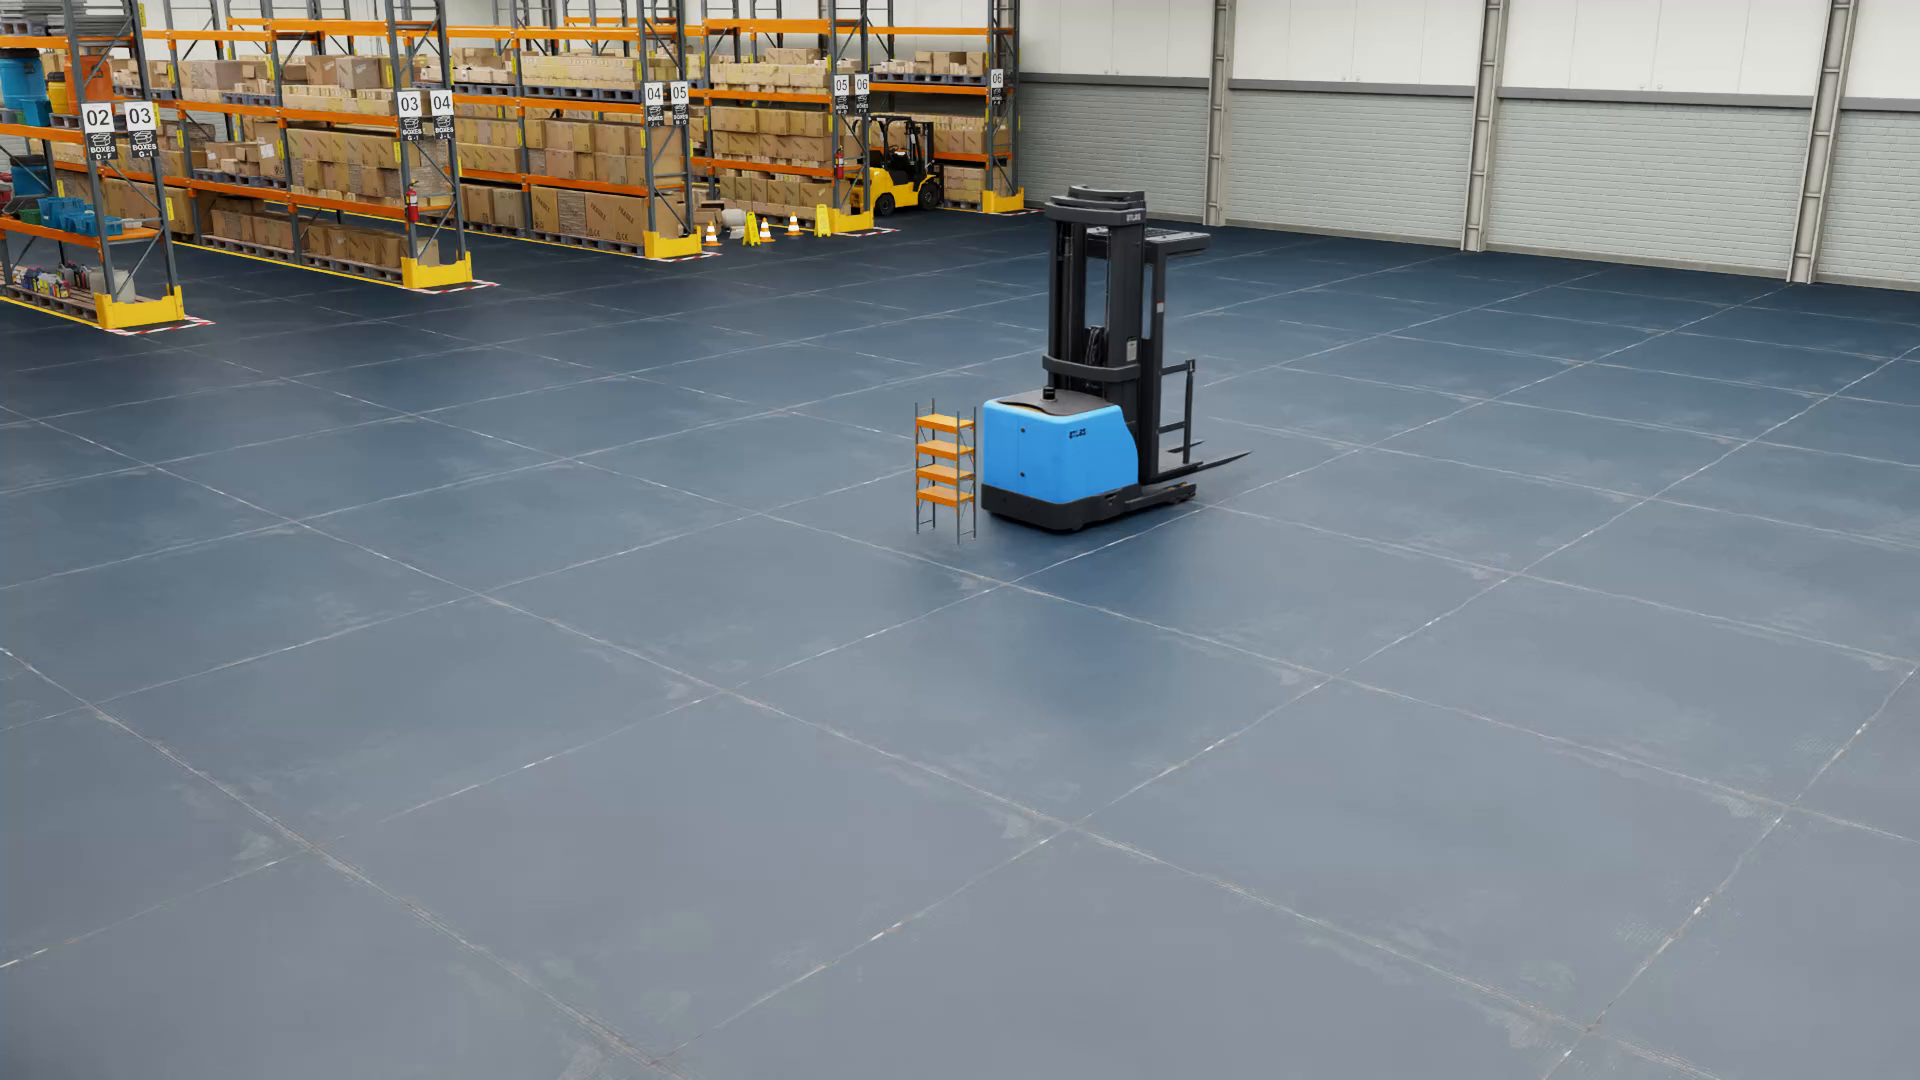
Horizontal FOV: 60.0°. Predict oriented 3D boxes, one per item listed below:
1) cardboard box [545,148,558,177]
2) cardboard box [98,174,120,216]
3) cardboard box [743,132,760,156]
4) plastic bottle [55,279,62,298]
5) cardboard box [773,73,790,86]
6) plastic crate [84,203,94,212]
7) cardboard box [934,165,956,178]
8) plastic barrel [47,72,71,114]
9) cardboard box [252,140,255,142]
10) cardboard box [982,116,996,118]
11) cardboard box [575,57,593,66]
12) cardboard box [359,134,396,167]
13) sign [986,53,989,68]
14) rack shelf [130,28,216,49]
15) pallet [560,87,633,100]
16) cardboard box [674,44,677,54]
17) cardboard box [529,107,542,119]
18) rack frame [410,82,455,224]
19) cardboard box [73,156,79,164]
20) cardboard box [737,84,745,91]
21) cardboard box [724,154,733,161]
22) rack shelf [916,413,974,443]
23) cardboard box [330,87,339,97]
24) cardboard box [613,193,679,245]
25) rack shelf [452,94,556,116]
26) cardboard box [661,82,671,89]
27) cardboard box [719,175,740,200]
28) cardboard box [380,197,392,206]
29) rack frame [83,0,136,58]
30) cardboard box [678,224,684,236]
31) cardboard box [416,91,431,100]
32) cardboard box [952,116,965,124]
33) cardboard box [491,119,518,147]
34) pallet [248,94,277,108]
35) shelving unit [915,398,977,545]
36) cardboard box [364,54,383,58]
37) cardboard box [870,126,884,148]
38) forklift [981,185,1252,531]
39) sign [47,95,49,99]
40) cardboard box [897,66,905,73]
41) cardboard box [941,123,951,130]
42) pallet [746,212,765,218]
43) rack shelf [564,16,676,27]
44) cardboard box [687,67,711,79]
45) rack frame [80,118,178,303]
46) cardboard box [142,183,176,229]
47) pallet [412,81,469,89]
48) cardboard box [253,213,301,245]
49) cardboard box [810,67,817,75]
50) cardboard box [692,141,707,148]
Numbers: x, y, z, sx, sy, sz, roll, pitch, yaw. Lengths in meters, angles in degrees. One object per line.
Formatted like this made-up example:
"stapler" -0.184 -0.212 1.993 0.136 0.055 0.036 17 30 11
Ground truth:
"cardboard box" -7.791 -7.602 33.408 0.550 0.550 0.875 15 23 39
"cardboard box" -18.293 -7.550 36.310 0.875 0.875 0.875 15 23 39
"cardboard box" -4.389 -8.687 36.415 0.500 0.500 0.500 15 23 39
"plastic bottle" -13.929 -3.886 25.709 0.133 0.283 0.061 16 23 41
"cardboard box" -3.627 -9.791 35.349 0.500 0.250 0.500 16 24 41
"plastic crate" -14.149 -5.253 26.501 0.616 0.251 0.499 15 23 39
"cardboard box" -0.329 -8.757 39.492 0.500 0.250 0.500 15 23 40
"plastic barrel" -13.102 -6.602 24.539 0.600 0.588 0.600 0 18 0
"cardboard box" -17.234 -9.816 41.048 0.250 0.149 0.380 16 24 41
"cardboard box" 0.726 -9.850 39.010 0.250 0.149 0.380 16 24 41
"cardboard box" -7.127 -9.139 31.778 0.250 0.149 0.380 15 23 40
"cardboard box" -9.830 -6.622 28.258 0.500 0.500 0.500 15 23 39
"sign" 0.622 -10.862 37.637 0.005 0.325 0.100 15 23 39
"rack shelf" -16.357 -10.136 33.574 4.000 0.370 1.077 15 23 39
"pallet" -6.988 -8.683 32.250 1.213 0.211 1.003 15 23 39
"cardboard box" -7.708 -13.429 45.436 0.258 0.266 0.396 15 23 38
"cardboard box" -10.364 -10.628 41.371 0.500 0.500 0.500 14 23 38
"rack frame" -11.493 -8.511 36.518 0.127 3.000 1.000 15 23 39
"cardboard box" -19.068 -8.286 36.225 0.250 0.149 0.380 16 23 40
"cardboard box" -4.642 -9.890 36.322 0.250 0.149 0.380 16 24 41
"cardboard box" -5.045 -8.553 37.068 0.250 0.149 0.380 16 24 41
"rack shelf" -0.124 -0.980 14.464 0.480 0.148 0.258 15 23 39
"cardboard box" -10.615 -7.722 28.662 0.250 0.149 0.380 16 23 41
"cardboard box" -6.060 -6.213 32.097 0.875 0.875 0.875 15 23 40
"rack shelf" -9.997 -9.196 34.908 4.000 0.370 1.077 15 23 39
"cardboard box" -5.553 -8.604 31.408 0.250 0.149 0.380 15 23 40
"cardboard box" -5.029 -7.915 37.254 0.500 0.500 0.500 16 24 42
"cardboard box" -9.635 -5.782 28.336 0.250 0.149 0.380 15 23 39
"rack frame" -17.852 -11.071 34.670 0.127 3.000 1.000 15 23 39
"cardboard box" -5.993 -6.476 34.627 0.396 0.266 0.258 -13 22 -36
"cardboard box" -8.930 -7.458 27.833 0.250 0.149 0.380 15 23 39
"cardboard box" 0.029 -9.847 39.000 0.250 0.149 0.380 15 23 40
"cardboard box" -9.262 -8.433 34.455 0.500 0.500 0.700 15 23 38
"pallet" -12.260 -8.094 30.557 1.003 0.211 1.213 15 23 39
"shelving unit" -0.124 -0.605 14.583 0.503 1.200 0.258 15 23 39
"cardboard box" -12.944 -10.629 36.804 0.258 0.266 0.396 15 23 39
"cardboard box" -1.840 -9.871 40.640 0.500 0.500 0.500 14 22 38
"forklift" 1.612 -1.834 15.593 3.031 2.935 1.130 -16 24 -41
"sign" -14.783 -7.041 26.915 0.005 0.325 0.100 15 23 39
"cardboard box" -1.290 -11.216 39.640 0.250 0.149 0.380 16 24 41
"cardboard box" -0.226 -9.737 39.146 0.250 0.149 0.380 14 22 38
"pallet" -4.765 -7.392 37.603 1.213 0.211 1.003 15 23 39
"rack shelf" -9.478 -14.494 46.650 4.000 0.370 1.077 15 23 39
"cardboard box" -5.824 -10.491 37.352 0.500 0.250 0.500 14 23 38
"rack frame" -12.165 -4.682 24.454 0.127 3.000 1.000 15 23 39
"cardboard box" -16.025 -6.920 34.325 0.875 0.875 1.225 15 23 39
"pallet" -10.976 -9.733 35.724 1.003 0.211 1.213 16 24 42
"cardboard box" -13.077 -5.964 31.900 0.500 0.500 0.700 13 22 35
"cardboard box" -2.916 -9.796 34.708 0.250 0.149 0.380 16 23 40
"cardboard box" -5.859 -8.969 37.684 0.250 0.149 0.380 15 23 40
